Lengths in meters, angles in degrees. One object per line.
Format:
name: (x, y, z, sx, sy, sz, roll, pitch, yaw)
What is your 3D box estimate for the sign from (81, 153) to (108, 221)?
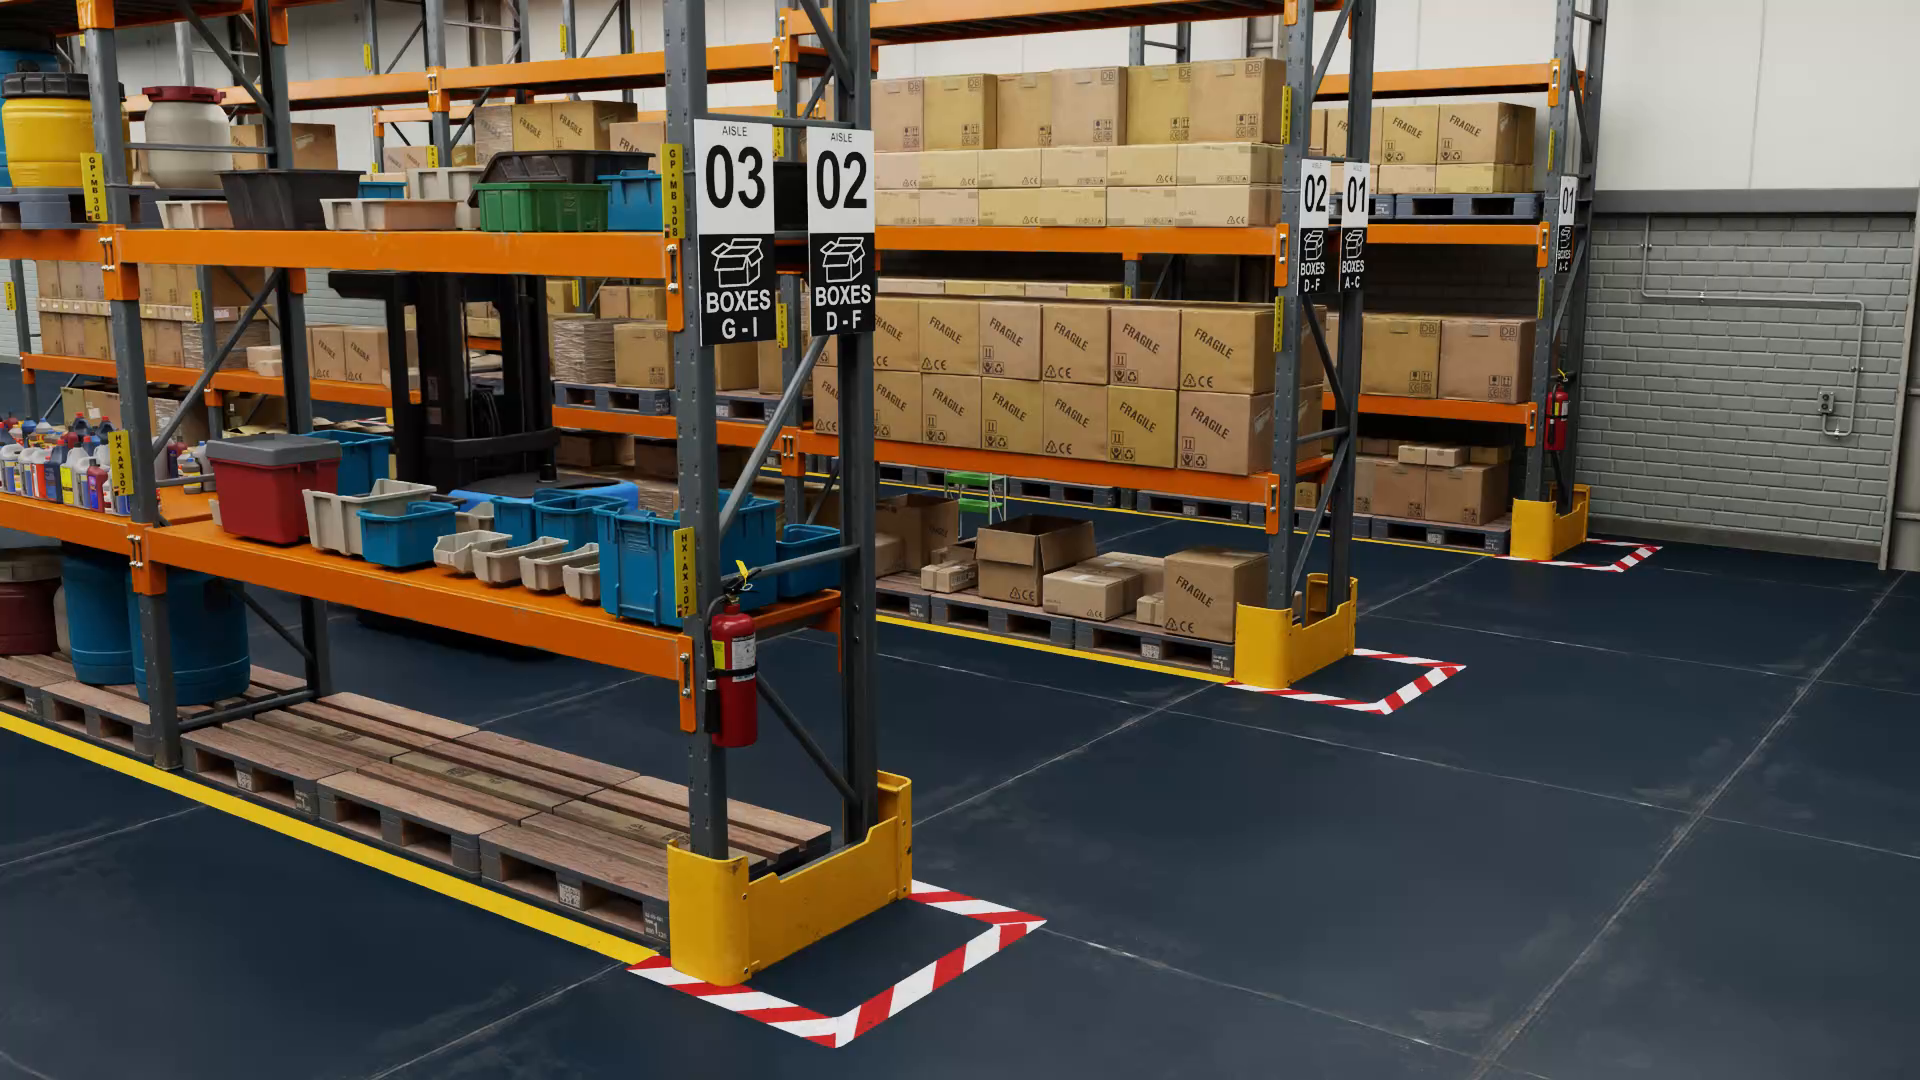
sign: (-4.244, -1.730, 8.152, 0.005, 0.325, 0.100, 8, 13, 36)

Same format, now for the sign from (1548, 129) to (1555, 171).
sign: (4.839, -3.190, 13.604, 0.005, 0.325, 0.100, 8, 13, 36)

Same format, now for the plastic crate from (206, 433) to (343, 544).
plastic crate: (-3.346, -0.259, 8.142, 0.583, 0.464, 0.402, 8, 13, 36)

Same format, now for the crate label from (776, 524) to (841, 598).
crate label: (-0.697, 0.088, 6.961, 0.303, 0.233, 0.416, 8, 13, 36)

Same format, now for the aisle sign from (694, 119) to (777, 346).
aisle sign: (-0.808, -1.110, 6.026, 0.004, 0.787, 0.394, 8, 13, 36)

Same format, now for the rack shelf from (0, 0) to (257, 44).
rack shelf: (-5.529, -2.957, 9.570, 4.000, 0.370, 1.077, 8, 13, 36)

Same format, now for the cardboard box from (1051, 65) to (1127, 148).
cardboard box: (0.999, -2.822, 10.924, 0.500, 0.500, 0.700, 8, 13, 36)

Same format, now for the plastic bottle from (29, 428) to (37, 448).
plastic bottle: (-6.059, -0.634, 10.932, 0.097, 0.201, 0.097, 0, 11, 0)

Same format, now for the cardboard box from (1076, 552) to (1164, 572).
cardboard box: (1.166, 0.272, 11.806, 0.500, 0.250, 0.500, 8, 13, 36)

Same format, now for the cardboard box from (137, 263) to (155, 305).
cardboard box: (-8.603, -2.842, 18.143, 0.500, 0.500, 0.700, 8, 13, 36)

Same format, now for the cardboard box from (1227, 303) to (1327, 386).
cardboard box: (2.040, -1.275, 10.827, 0.500, 0.500, 0.500, 8, 14, 37)

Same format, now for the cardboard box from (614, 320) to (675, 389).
cardboard box: (-2.443, -1.539, 13.718, 0.500, 0.500, 0.700, 4, 12, 21)

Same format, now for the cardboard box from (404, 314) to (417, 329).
cardboard box: (-7.520, -3.035, 23.162, 0.500, 0.250, 0.500, 7, 13, 34)

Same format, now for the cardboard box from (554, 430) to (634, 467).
cardboard box: (-3.265, -0.826, 14.851, 0.500, 0.250, 0.500, 9, 14, 38)

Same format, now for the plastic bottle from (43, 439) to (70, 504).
plastic bottle: (-5.001, -0.386, 9.259, 0.185, 0.351, 0.144, 8, 13, 36)

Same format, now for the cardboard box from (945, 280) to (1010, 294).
cardboard box: (0.190, -2.613, 17.566, 0.500, 0.250, 0.500, 8, 13, 34)

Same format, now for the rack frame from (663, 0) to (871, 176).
rack frame: (-0.693, -2.832, 5.977, 0.127, 3.000, 1.000, 8, 13, 36)

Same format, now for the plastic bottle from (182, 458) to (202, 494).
plastic bottle: (-4.418, -0.369, 9.564, 0.097, 0.201, 0.097, 0, 11, 0)

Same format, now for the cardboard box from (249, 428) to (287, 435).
cardboard box: (-6.844, -0.984, 16.874, 0.500, 0.311, 0.500, 8, 13, 35)

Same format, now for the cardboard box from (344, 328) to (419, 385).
cardboard box: (-5.568, -1.779, 16.066, 0.500, 0.500, 0.500, 7, 13, 33)

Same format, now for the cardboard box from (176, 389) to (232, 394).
cardboard box: (-8.425, -1.431, 18.687, 0.500, 0.500, 0.500, 8, 13, 36)

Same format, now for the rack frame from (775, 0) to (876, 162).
rack frame: (-0.982, -4.040, 12.219, 0.127, 3.000, 1.000, 8, 13, 36)

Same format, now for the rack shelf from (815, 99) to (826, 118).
rack shelf: (0.335, -4.474, 17.410, 4.000, 0.370, 1.077, 8, 13, 36)

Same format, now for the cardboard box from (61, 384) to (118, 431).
cardboard box: (-9.949, -1.518, 19.136, 0.500, 0.500, 0.500, 8, 13, 36)

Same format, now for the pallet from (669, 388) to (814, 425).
pallet: (-1.562, -1.107, 13.358, 1.213, 0.211, 1.003, 8, 13, 36)

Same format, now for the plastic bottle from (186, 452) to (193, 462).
plastic bottle: (-4.515, -0.419, 9.819, 0.097, 0.201, 0.097, 0, 11, 0)

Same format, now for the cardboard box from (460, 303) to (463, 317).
cardboard box: (-6.713, -3.291, 22.510, 0.500, 0.500, 0.500, 7, 13, 34)

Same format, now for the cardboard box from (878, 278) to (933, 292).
cardboard box: (-0.630, -2.725, 18.145, 0.500, 0.250, 0.500, 8, 13, 35)

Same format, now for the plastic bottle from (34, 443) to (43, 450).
plastic bottle: (-5.364, -0.428, 9.685, 0.097, 0.271, 0.097, 0, 11, 0)

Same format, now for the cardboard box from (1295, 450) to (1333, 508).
cardboard box: (3.304, -0.617, 15.799, 0.500, 0.500, 0.700, 8, 14, 37)

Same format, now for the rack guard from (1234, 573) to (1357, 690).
rack guard: (2.181, 0.574, 10.746, 0.348, 0.500, 1.175, 8, 13, 36)

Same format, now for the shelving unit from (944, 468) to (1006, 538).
shelving unit: (0.133, -0.570, 14.820, 0.503, 1.200, 0.258, 8, 13, 36)

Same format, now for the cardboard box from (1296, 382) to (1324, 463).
cardboard box: (2.040, -0.784, 10.922, 0.500, 0.500, 0.500, 8, 14, 37)

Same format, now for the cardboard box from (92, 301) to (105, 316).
cardboard box: (-9.426, -2.589, 18.546, 0.250, 0.149, 0.380, 8, 13, 35)

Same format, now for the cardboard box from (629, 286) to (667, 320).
cardboard box: (-3.665, -2.891, 20.656, 0.500, 0.500, 0.700, 10, 15, 41)

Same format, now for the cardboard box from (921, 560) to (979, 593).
cardboard box: (-0.069, 0.257, 12.107, 0.250, 0.166, 0.380, 8, 13, 36)

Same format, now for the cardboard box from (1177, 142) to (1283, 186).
cardboard box: (1.677, -2.308, 10.243, 0.500, 0.250, 0.500, 8, 13, 36)

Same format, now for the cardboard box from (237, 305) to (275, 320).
cardboard box: (-7.532, -2.421, 17.677, 0.250, 0.149, 0.380, 8, 13, 35)

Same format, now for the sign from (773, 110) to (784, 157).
sign: (-1.308, -2.929, 11.976, 0.005, 0.325, 0.100, 8, 13, 36)

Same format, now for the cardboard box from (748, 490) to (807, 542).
cardboard box: (-1.549, -0.095, 13.045, 0.500, 0.500, 0.500, 8, 13, 35)

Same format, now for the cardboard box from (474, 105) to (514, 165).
cardboard box: (-3.858, -3.507, 14.466, 0.500, 0.500, 0.500, 8, 13, 36)

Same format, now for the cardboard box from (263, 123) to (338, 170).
cardboard box: (-6.484, -3.831, 16.354, 0.500, 0.500, 0.500, 10, 15, 41)

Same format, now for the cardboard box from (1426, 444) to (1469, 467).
cardboard box: (4.336, -0.751, 14.781, 0.250, 0.149, 0.380, 8, 13, 35)

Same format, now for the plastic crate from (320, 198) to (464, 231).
plastic crate: (-2.505, -1.424, 7.292, 0.530, 0.136, 0.437, 8, 13, 36)

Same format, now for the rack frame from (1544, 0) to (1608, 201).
rack frame: (5.171, -4.349, 13.817, 0.127, 3.000, 1.000, 8, 13, 36)

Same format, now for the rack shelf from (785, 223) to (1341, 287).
rack shelf: (0.630, -1.989, 11.410, 4.000, 0.370, 1.077, 8, 13, 36)

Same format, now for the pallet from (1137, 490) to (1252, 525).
pallet: (2.514, -0.387, 16.472, 1.213, 0.211, 1.003, 8, 13, 36)

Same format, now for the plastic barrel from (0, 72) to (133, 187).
plastic barrel: (-4.773, -2.179, 8.899, 0.600, 0.588, 0.600, 0, 11, 0)

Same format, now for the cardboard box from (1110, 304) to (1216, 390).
cardboard box: (1.313, -1.249, 10.694, 0.500, 0.500, 0.500, 8, 14, 37)

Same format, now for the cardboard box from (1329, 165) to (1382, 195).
cardboard box: (3.581, -3.216, 14.882, 0.500, 0.250, 0.500, 7, 13, 34)

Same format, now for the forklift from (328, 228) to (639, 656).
forklift: (-3.691, -0.874, 11.828, 3.031, 2.935, 1.130, 8, 13, 35)

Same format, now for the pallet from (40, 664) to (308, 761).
pallet: (-4.514, 0.939, 9.618, 1.213, 0.211, 1.003, 8, 13, 36)
